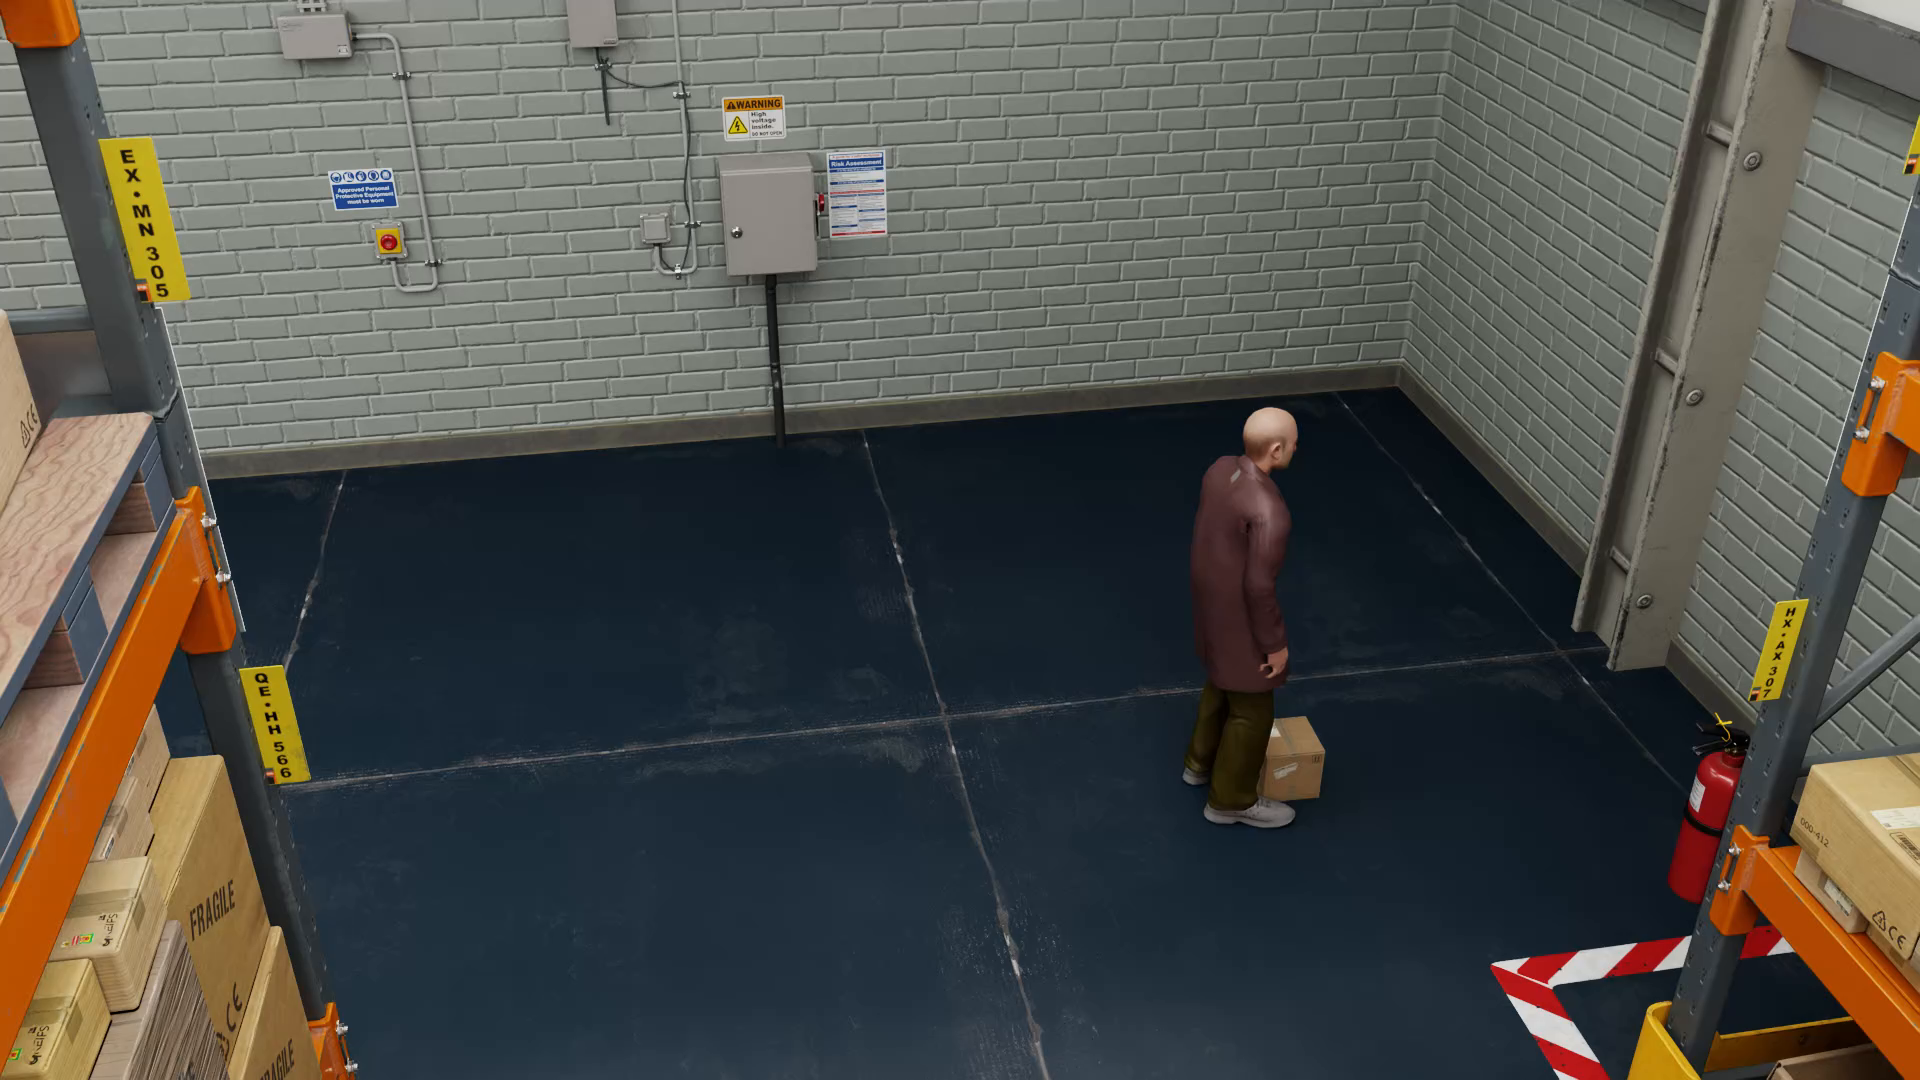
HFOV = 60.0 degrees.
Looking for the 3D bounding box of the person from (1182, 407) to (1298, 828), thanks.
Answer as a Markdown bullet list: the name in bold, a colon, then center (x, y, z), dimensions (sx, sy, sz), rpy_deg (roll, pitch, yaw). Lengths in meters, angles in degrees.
- **person**: center (1.131, 0.292, 6.646), dimensions (0.423, 1.774, 0.653), rpy_deg (-7, 31, -12)
